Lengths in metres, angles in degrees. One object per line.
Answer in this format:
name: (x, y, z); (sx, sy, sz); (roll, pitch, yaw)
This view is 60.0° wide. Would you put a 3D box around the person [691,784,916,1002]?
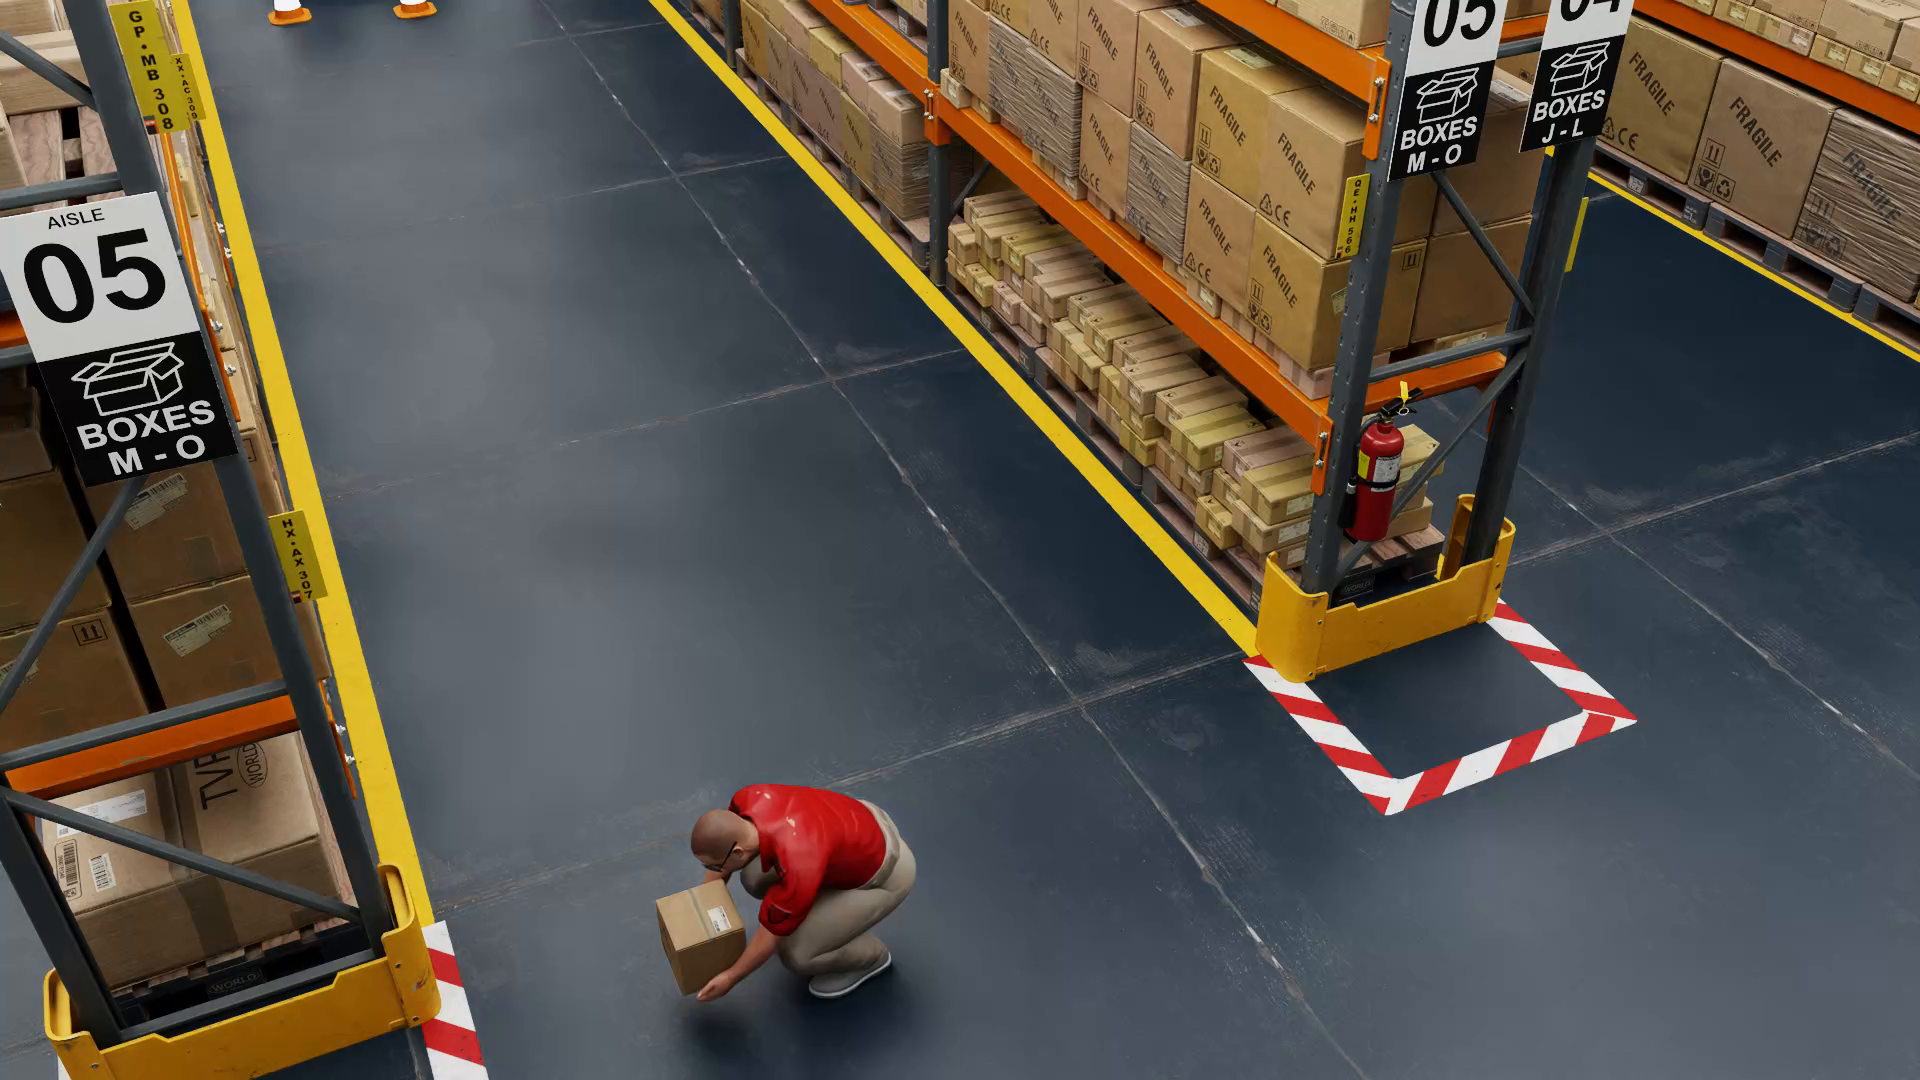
person: (-0.585, 1.212, 5.912); (0.881, 0.958, 0.557); (-16, 40, -20)
